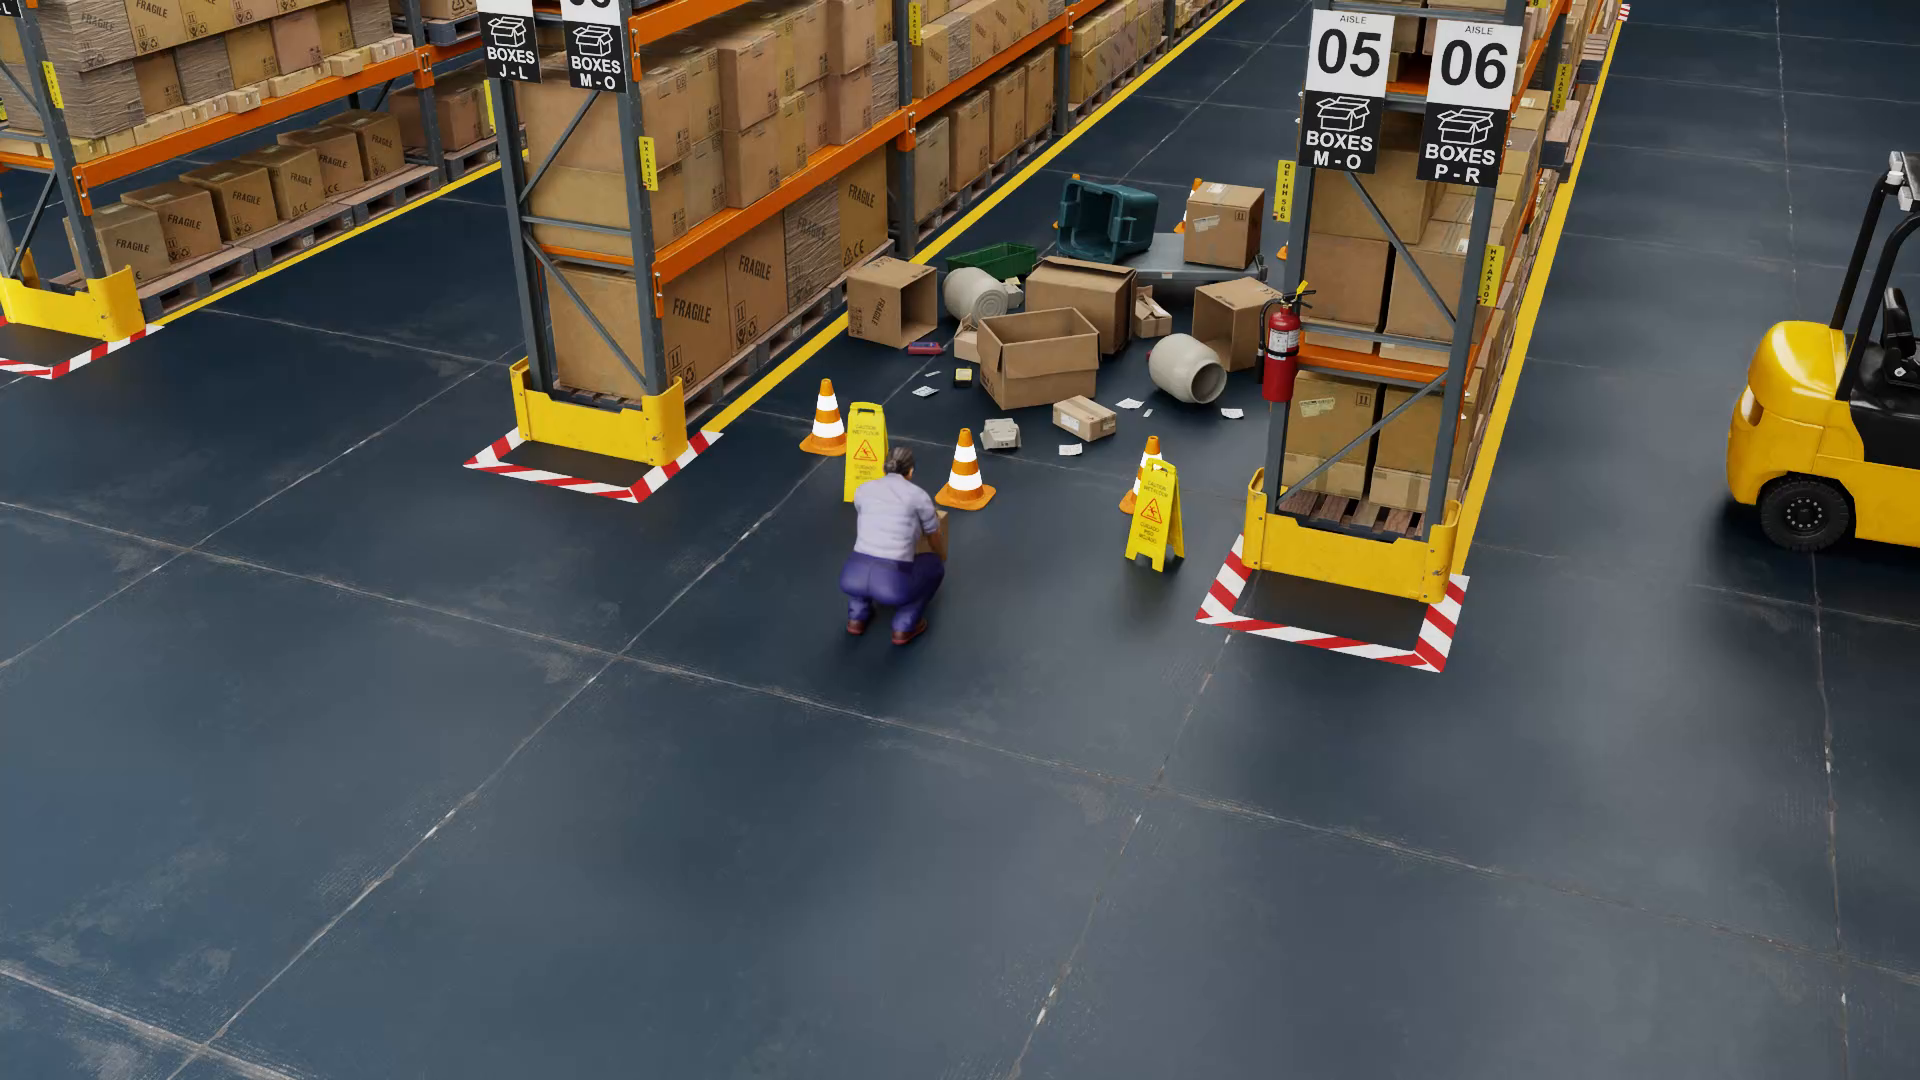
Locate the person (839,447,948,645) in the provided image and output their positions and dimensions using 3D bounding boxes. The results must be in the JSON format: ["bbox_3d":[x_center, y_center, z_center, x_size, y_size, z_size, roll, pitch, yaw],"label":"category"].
[{"bbox_3d":[-0.363,0.020,9.102,0.521,0.939,0.844,11,32,18],"label":"person"}]
